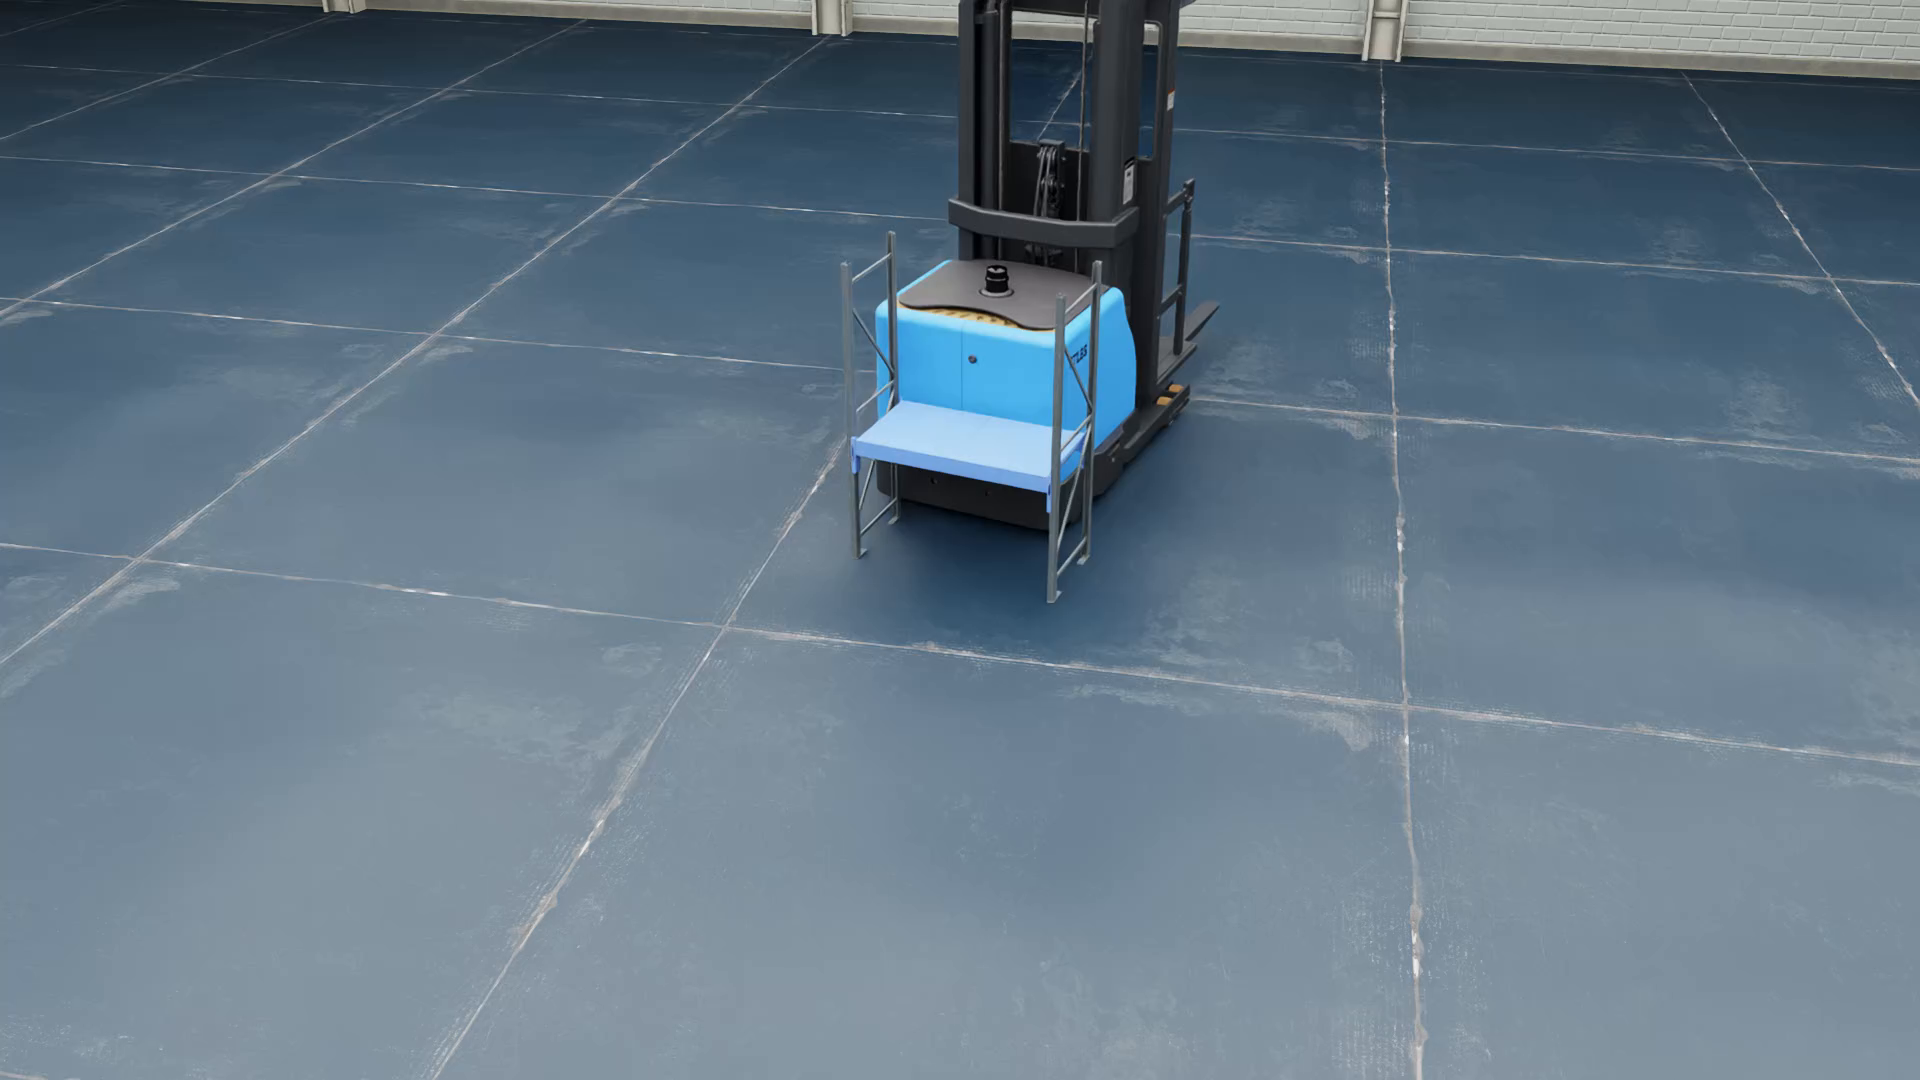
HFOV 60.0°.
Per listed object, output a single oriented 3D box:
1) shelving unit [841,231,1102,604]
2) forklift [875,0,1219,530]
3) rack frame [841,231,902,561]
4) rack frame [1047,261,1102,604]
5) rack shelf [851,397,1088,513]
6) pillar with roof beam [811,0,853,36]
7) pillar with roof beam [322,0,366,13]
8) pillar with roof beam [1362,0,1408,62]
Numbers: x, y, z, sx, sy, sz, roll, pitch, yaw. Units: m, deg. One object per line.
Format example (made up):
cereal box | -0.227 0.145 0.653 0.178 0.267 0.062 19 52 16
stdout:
shelving unit | 0.053 -0.571 7.731 1.048 1.500 0.538 12 31 21
forklift | 0.674 -2.016 8.881 1.130 2.935 3.031 13 31 23
rack frame | -0.413 -0.670 7.911 0.032 1.500 0.500 12 31 21
rack frame | 0.518 -0.473 7.551 0.032 1.500 0.500 12 31 21
rack shelf | 0.053 -0.413 7.817 1.000 0.185 0.538 12 31 21
pillar with roof beam | -2.325 -7.615 12.789 0.400 9.000 9.100 6 29 11
pillar with roof beam | -8.193 -8.217 13.888 0.400 9.000 9.100 6 29 11
pillar with roof beam | 3.543 -7.014 11.690 0.400 9.000 9.100 6 29 11
